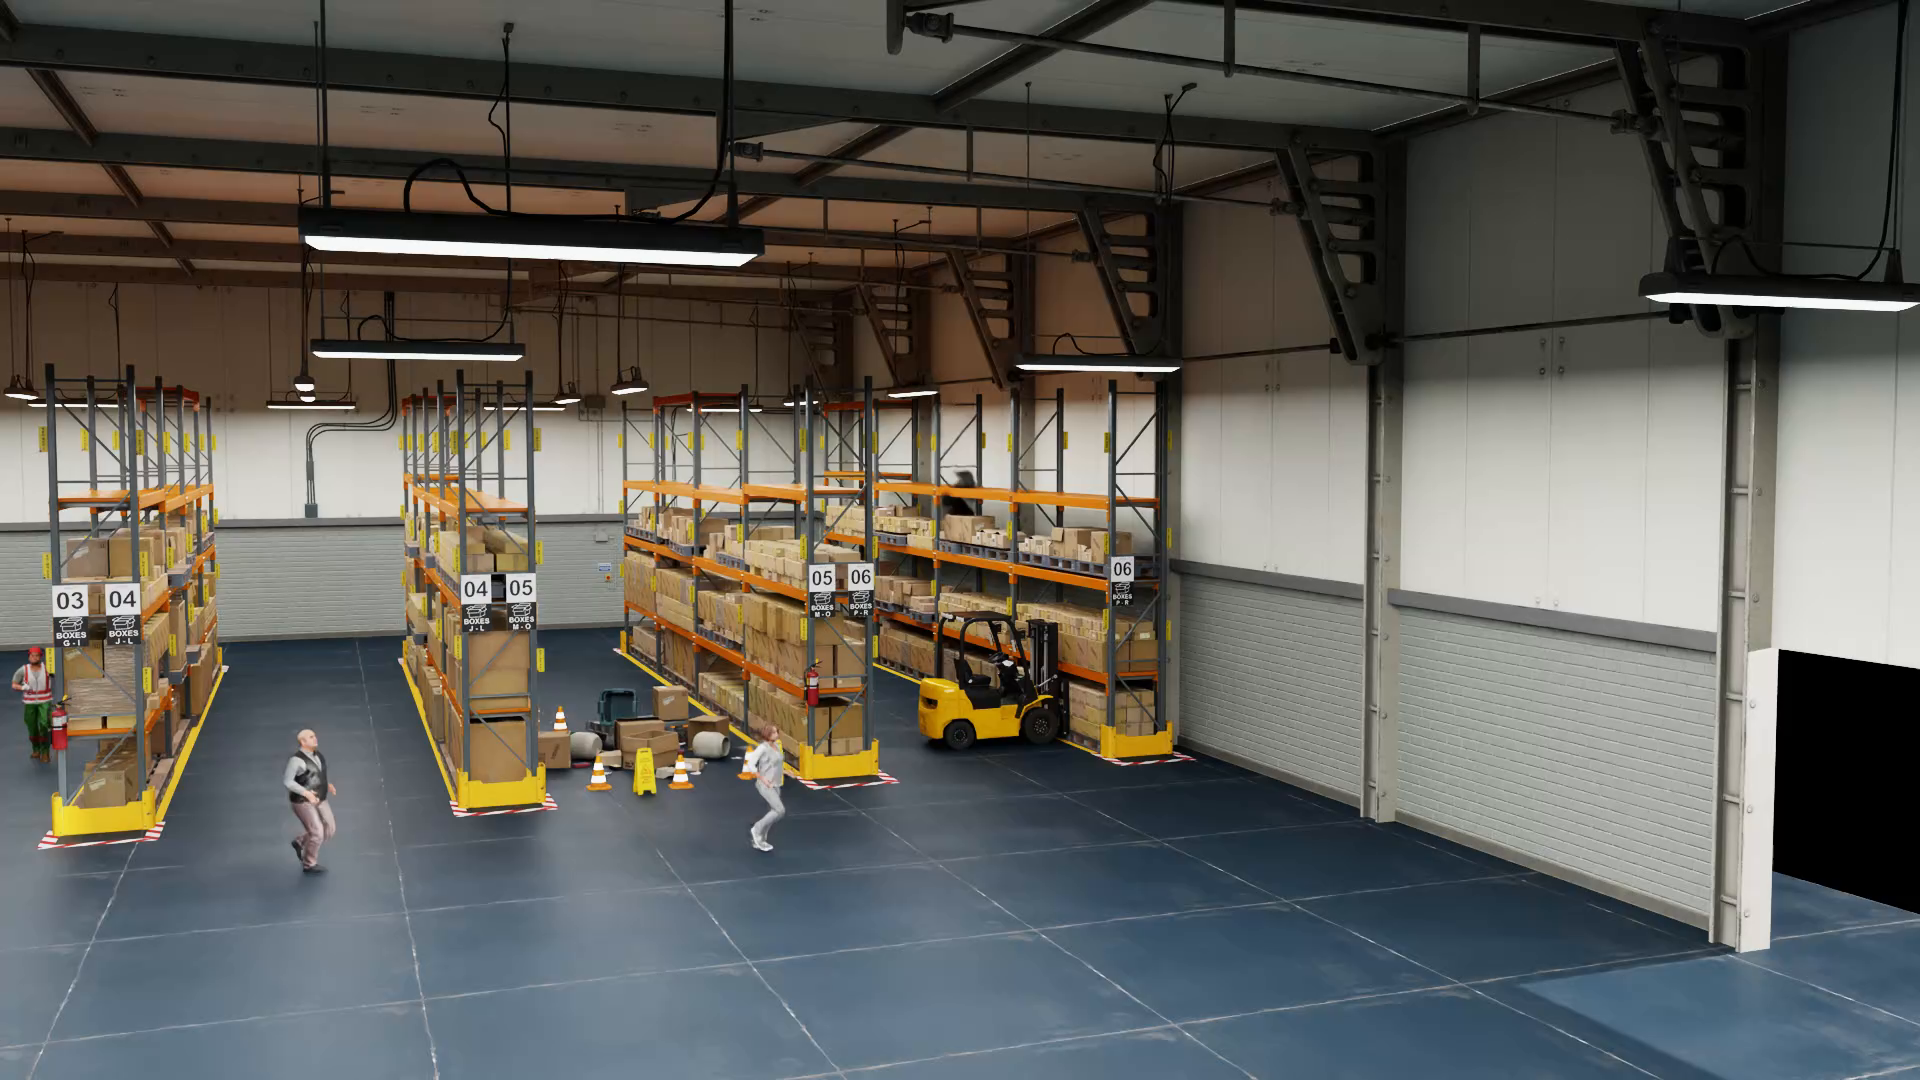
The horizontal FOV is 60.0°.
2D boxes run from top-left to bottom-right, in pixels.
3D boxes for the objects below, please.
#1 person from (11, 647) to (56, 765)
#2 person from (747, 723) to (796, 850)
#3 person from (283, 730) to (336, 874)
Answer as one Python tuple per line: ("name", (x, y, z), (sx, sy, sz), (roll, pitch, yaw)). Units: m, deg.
("person", (-14.439, 2.590, 26.004), (0.664, 1.850, 0.777), (-2, 4, -24))
("person", (-2.302, 3.036, 20.340), (0.547, 1.535, 0.514), (1, 4, 21))
("person", (-7.575, 3.032, 19.313), (0.580, 1.677, 0.644), (1, 3, 15))
